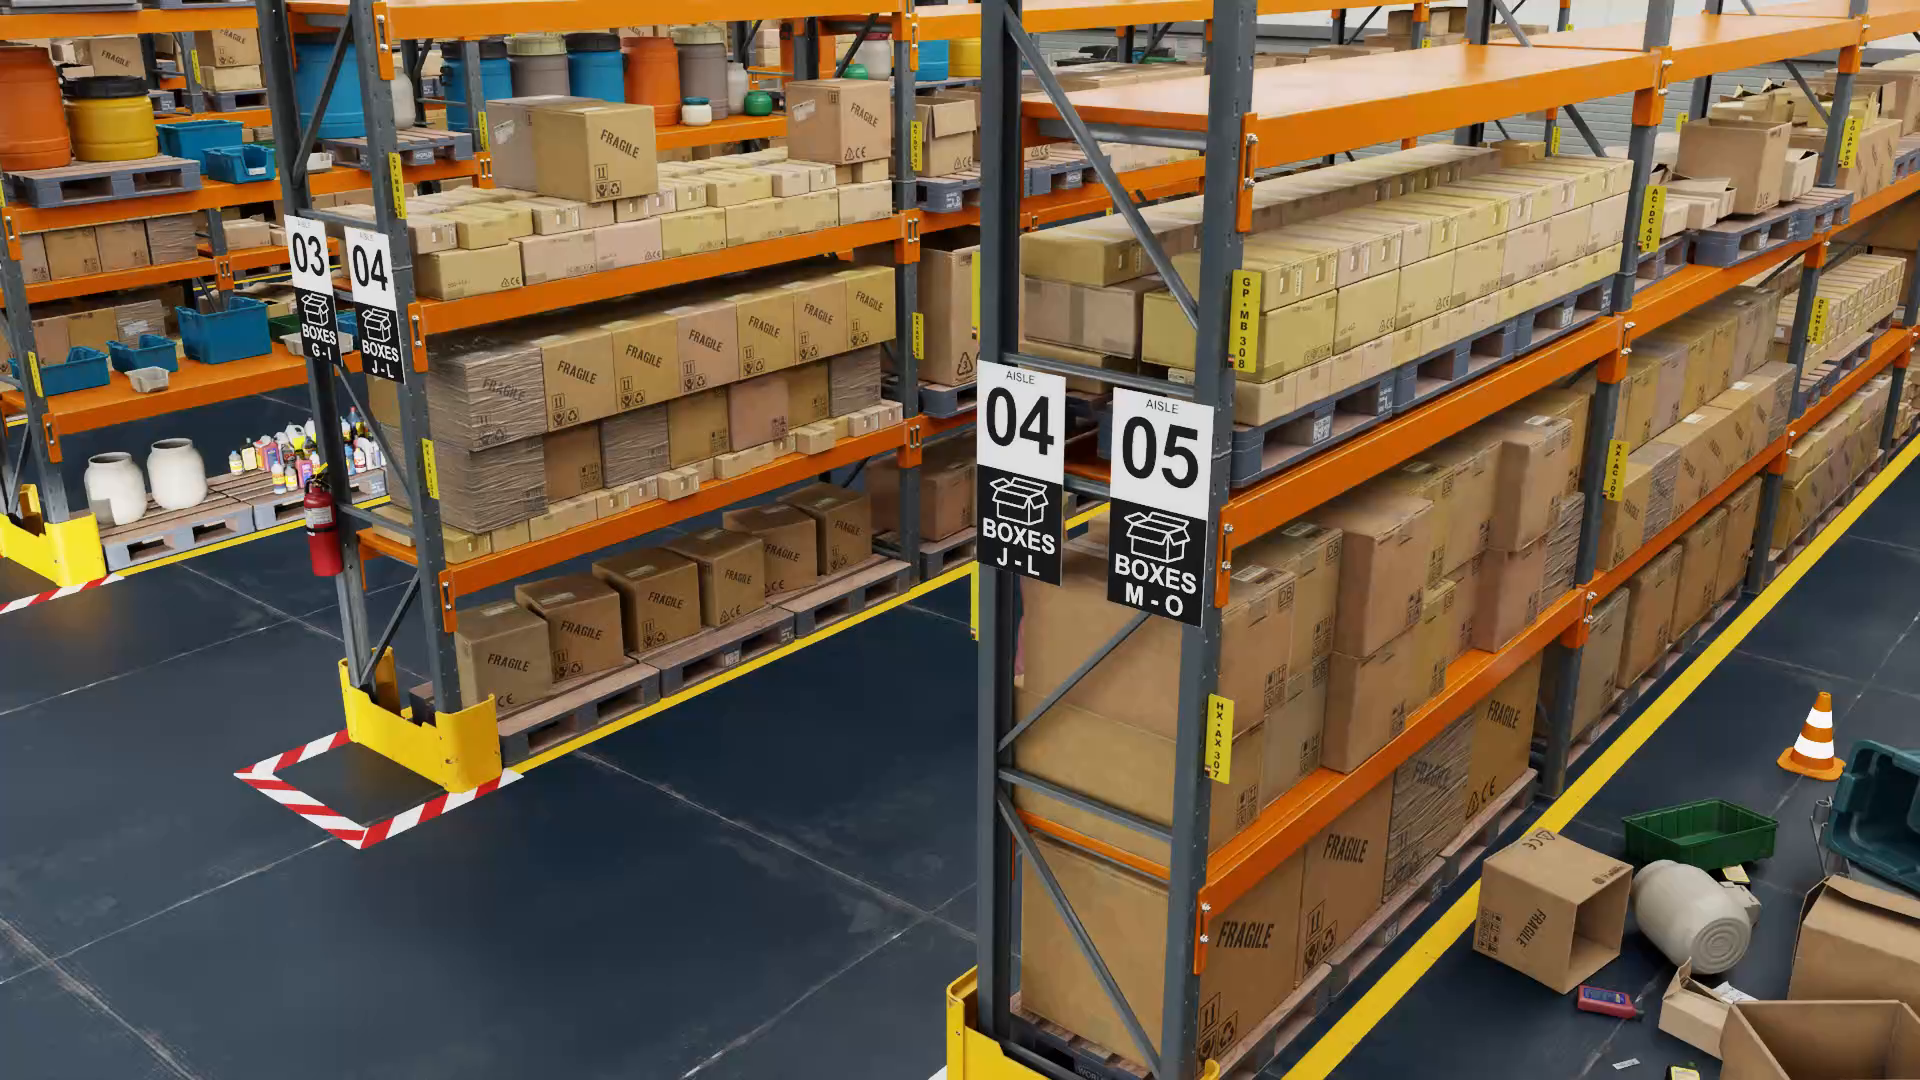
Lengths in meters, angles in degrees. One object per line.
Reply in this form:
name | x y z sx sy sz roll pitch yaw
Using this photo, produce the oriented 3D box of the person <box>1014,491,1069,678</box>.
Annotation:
person | 0.560 0.127 10.734 0.357 1.673 0.519 14 25 34
